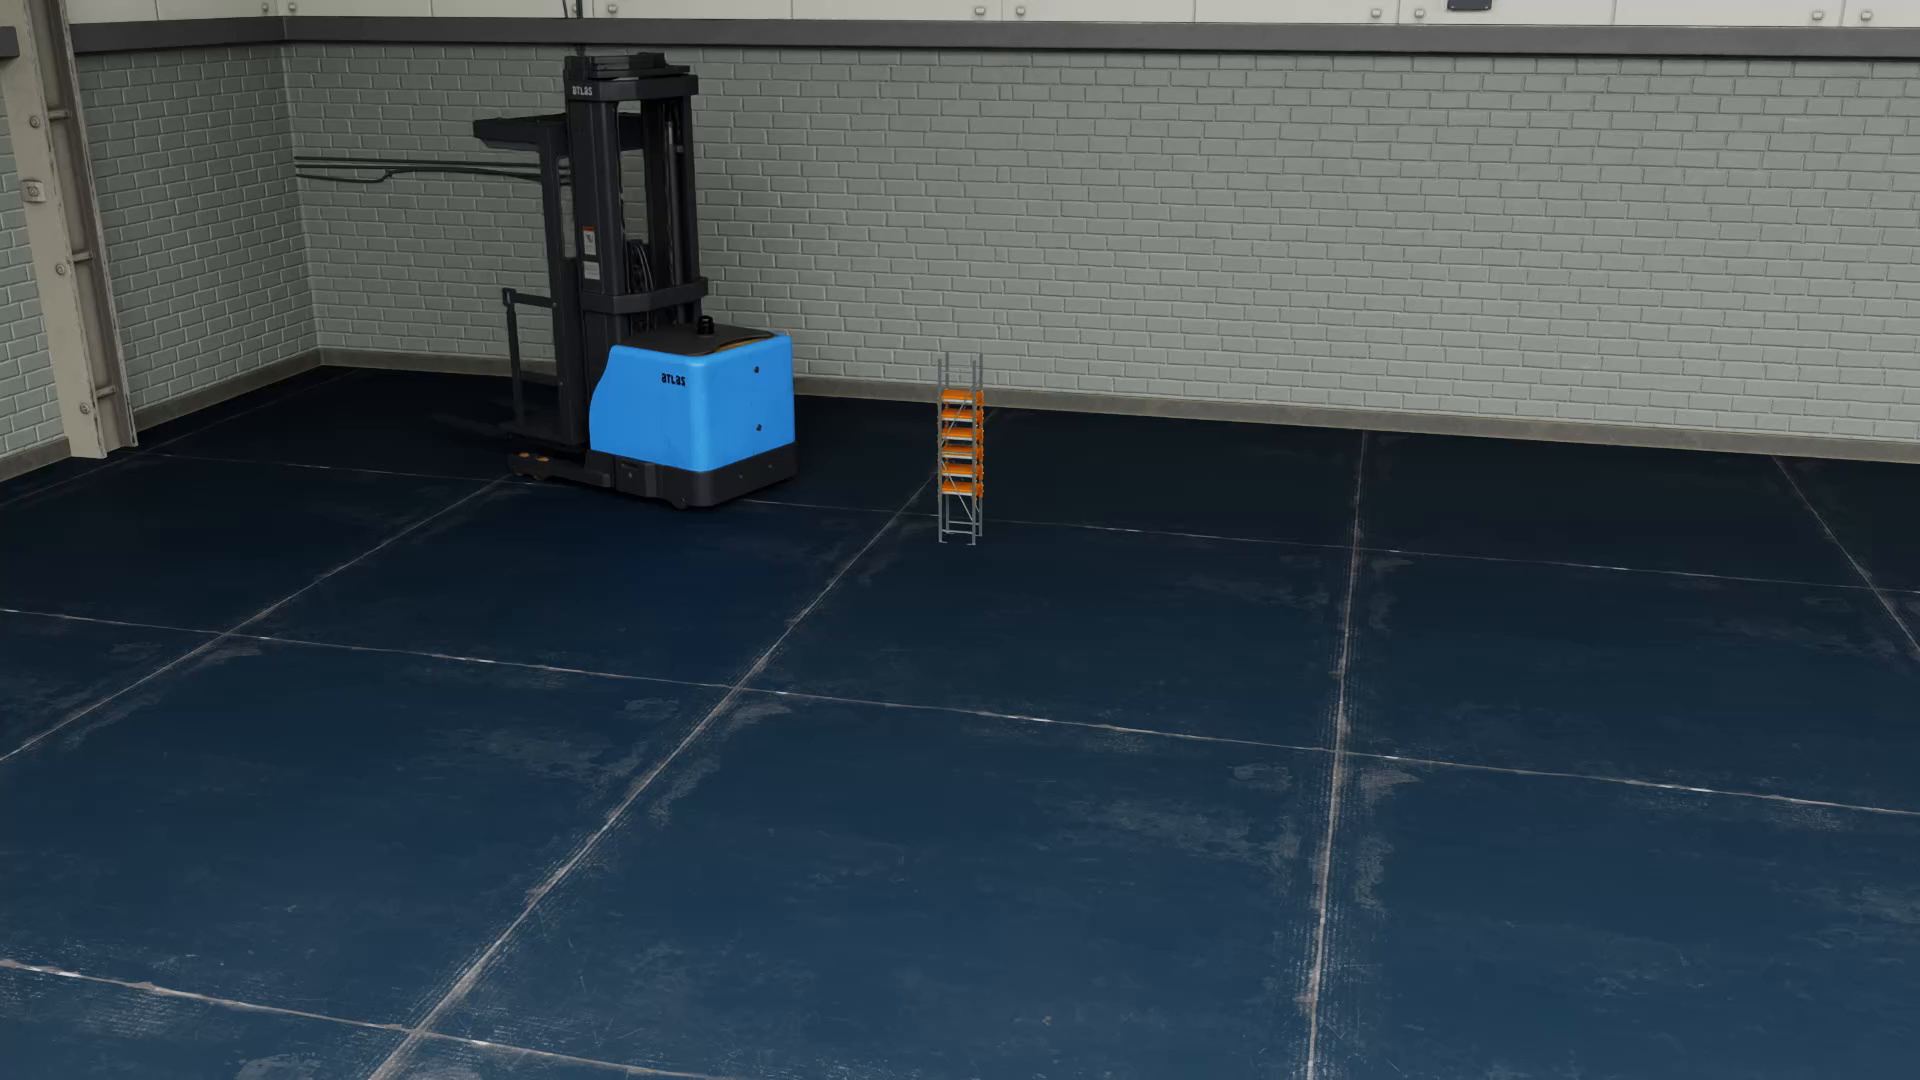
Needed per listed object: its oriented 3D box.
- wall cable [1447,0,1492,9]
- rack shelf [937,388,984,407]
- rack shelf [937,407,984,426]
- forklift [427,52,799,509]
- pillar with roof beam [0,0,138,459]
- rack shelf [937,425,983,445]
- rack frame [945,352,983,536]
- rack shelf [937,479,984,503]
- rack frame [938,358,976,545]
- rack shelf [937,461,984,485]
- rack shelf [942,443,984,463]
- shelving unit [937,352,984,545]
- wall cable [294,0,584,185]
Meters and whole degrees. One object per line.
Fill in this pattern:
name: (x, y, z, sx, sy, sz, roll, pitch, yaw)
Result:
wall cable: (4.668, -6.617, 10.877, 2.305, 6.003, 0.169, 5, 19, 13)
rack shelf: (0.004, -0.871, 10.405, 0.258, 0.103, 0.180, 5, 19, 13)
rack shelf: (0.004, -0.757, 10.444, 0.258, 0.103, 0.180, 5, 19, 13)
forklift: (-2.657, -1.942, 11.838, 3.031, 2.935, 1.130, 12, 22, 32)
pillar with roof beam: (-2.361, -4.603, 10.243, 9.100, 9.000, 0.400, 5, 19, 13)
rack shelf: (0.004, -0.644, 10.482, 0.258, 0.103, 0.180, 5, 19, 13)
rack frame: (0.026, -0.601, 10.591, 0.240, 1.200, 0.006, 5, 19, 13)
rack shelf: (0.004, -0.303, 10.599, 0.258, 0.103, 0.180, 5, 19, 13)
rack frame: (-0.019, -0.544, 10.423, 0.240, 1.200, 0.006, 5, 19, 13)
rack shelf: (0.004, -0.417, 10.560, 0.258, 0.103, 0.180, 5, 19, 13)
rack shelf: (0.004, -0.530, 10.521, 0.258, 0.103, 0.180, 5, 19, 13)
shelving unit: (0.004, -0.572, 10.507, 0.258, 1.200, 0.189, 5, 19, 13)
wall cable: (-4.533, -4.293, 14.138, 3.097, 2.526, 0.112, 5, 19, 13)
